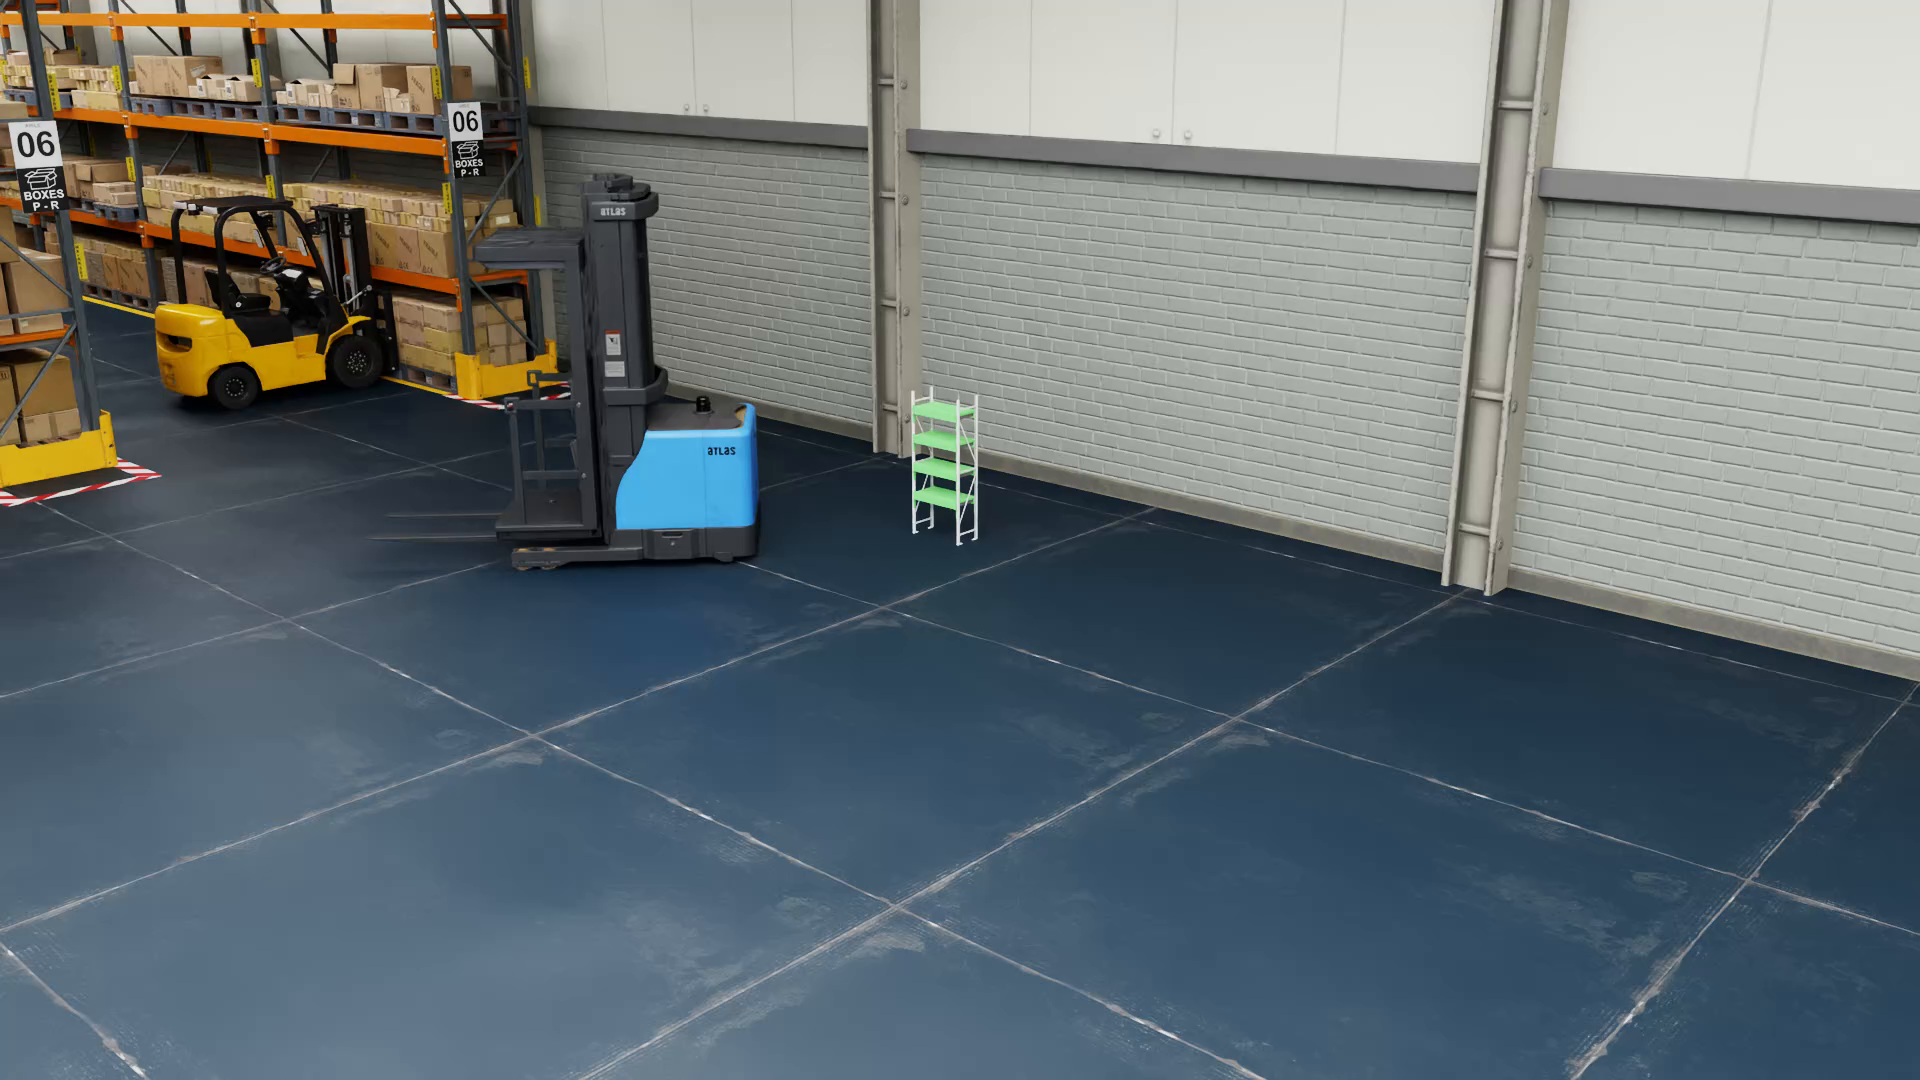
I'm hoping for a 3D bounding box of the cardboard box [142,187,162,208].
[{"bbox_3d":[-11.005,-4.777,23.127,0.500,0.250,0.500,15,23,39],"label":"cardboard box"}]

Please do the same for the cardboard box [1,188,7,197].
[{"bbox_3d":[-15.154,-5.603,26.725,0.250,0.149,0.380,16,23,41],"label":"cardboard box"}]

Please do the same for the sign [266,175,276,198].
[{"bbox_3d":[-8.519,-4.347,20.566,0.005,0.325,0.100,15,23,39],"label":"sign"}]

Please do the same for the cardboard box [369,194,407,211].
[{"bbox_3d":[-6.604,-3.910,19.245,0.250,0.149,0.380,16,23,40],"label":"cardboard box"}]

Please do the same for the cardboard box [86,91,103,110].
[{"bbox_3d":[-12.080,-6.267,23.691,0.500,0.250,0.500,15,23,39],"label":"cardboard box"}]

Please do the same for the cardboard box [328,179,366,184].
[{"bbox_3d":[-7.727,-4.460,20.977,0.250,0.149,0.380,15,23,39],"label":"cardboard box"}]

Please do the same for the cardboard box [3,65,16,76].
[{"bbox_3d":[-14.218,-7.104,25.142,0.250,0.149,0.380,16,24,41],"label":"cardboard box"}]

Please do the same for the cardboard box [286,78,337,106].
[{"bbox_3d":[-7.706,-5.370,19.903,0.500,0.311,0.500,16,23,40],"label":"cardboard box"}]

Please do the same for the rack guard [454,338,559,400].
[{"bbox_3d":[-5.157,-1.958,18.954,0.348,0.500,1.175,15,23,39],"label":"rack guard"}]

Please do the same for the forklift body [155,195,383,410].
[{"bbox_3d":[-7.804,-2.717,18.619,1.214,2.155,2.313,15,23,39],"label":"forklift body"}]

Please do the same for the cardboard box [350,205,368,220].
[{"bbox_3d":[-6.959,-3.876,19.627,0.250,0.149,0.380,14,23,38],"label":"cardboard box"}]

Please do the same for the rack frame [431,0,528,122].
[{"bbox_3d":[-5.175,-6.013,17.684,0.127,3.000,1.000,15,23,39],"label":"rack frame"}]

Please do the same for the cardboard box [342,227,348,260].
[{"bbox_3d":[-7.228,-3.654,20.003,0.500,0.500,0.500,15,23,39],"label":"cardboard box"}]

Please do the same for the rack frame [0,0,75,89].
[{"bbox_3d":[-14.150,-8.423,25.276,0.127,3.000,1.000,15,23,39],"label":"rack frame"}]

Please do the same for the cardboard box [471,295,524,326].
[{"bbox_3d":[-5.408,-2.660,19.231,0.500,0.250,0.500,15,23,38],"label":"cardboard box"}]

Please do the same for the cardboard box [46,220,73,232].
[{"bbox_3d":[-14.018,-4.905,25.981,0.250,0.149,0.380,15,23,38],"label":"cardboard box"}]

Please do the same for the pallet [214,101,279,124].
[{"bbox_3d":[-8.835,-5.470,21.246,1.217,0.209,0.805,14,22,37],"label":"pallet"}]

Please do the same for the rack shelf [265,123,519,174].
[{"bbox_3d":[-6.670,-4.642,19.512,4.000,0.370,1.077,15,23,39],"label":"rack shelf"}]

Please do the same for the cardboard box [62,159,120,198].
[{"bbox_3d":[-12.962,-5.402,24.815,0.500,0.500,0.700,15,23,39],"label":"cardboard box"}]

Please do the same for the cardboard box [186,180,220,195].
[{"bbox_3d":[-10.143,-4.730,22.319,0.250,0.149,0.380,16,23,40],"label":"cardboard box"}]

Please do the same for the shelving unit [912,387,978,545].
[{"bbox_3d":[-0.124,-0.605,13.535,0.503,1.200,0.258,15,23,39],"label":"shelving unit"}]

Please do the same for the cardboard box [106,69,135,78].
[{"bbox_3d":[-11.738,-6.529,23.365,0.250,0.149,0.380,14,22,37],"label":"cardboard box"}]

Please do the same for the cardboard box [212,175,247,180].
[{"bbox_3d":[-10.127,-4.971,23.079,0.250,0.149,0.380,14,23,38],"label":"cardboard box"}]

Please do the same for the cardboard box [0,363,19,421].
[{"bbox_3d":[-9.239,-1.379,15.610,0.500,0.500,0.500,15,23,40],"label":"cardboard box"}]

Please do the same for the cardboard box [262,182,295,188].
[{"bbox_3d":[-9.013,-4.652,22.072,0.250,0.149,0.380,15,23,39],"label":"cardboard box"}]

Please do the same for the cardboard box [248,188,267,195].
[{"bbox_3d":[-8.922,-4.441,21.409,0.250,0.149,0.380,15,23,39],"label":"cardboard box"}]

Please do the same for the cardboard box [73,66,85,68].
[{"bbox_3d":[-12.915,-6.958,24.683,0.250,0.149,0.380,15,23,40],"label":"cardboard box"}]

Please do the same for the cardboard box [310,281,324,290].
[{"bbox_3d":[-7.637,-3.050,20.463,0.500,0.250,0.500,15,23,39],"label":"cardboard box"}]

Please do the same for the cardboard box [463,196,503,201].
[{"bbox_3d":[-5.441,-3.836,19.011,0.250,0.149,0.380,16,24,41],"label":"cardboard box"}]

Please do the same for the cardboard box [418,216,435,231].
[{"bbox_3d":[-5.831,-3.562,18.638,0.250,0.149,0.380,16,23,40],"label":"cardboard box"}]

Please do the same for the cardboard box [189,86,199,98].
[{"bbox_3d":[-9.767,-5.822,21.595,0.250,0.149,0.380,15,23,39],"label":"cardboard box"}]

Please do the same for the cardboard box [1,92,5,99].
[{"bbox_3d":[-14.615,-6.879,25.784,0.250,0.149,0.380,15,23,39],"label":"cardboard box"}]

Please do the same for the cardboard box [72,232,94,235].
[{"bbox_3d":[-13.600,-4.662,25.709,0.250,0.149,0.380,14,22,36],"label":"cardboard box"}]

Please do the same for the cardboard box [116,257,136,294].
[{"bbox_3d":[-11.984,-3.908,24.406,0.500,0.500,0.500,15,23,38],"label":"cardboard box"}]

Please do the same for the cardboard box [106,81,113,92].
[{"bbox_3d":[-11.764,-6.382,23.392,0.250,0.149,0.380,14,23,38],"label":"cardboard box"}]

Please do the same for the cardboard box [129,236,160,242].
[{"bbox_3d":[-12.344,-4.501,25.201,0.250,0.149,0.380,15,23,40],"label":"cardboard box"}]

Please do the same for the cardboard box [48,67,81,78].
[{"bbox_3d":[-13.027,-6.808,24.210,0.250,0.149,0.380,15,23,40],"label":"cardboard box"}]

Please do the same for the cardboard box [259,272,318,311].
[{"bbox_3d":[-8.564,-3.128,21.740,0.625,0.625,0.875,16,24,42],"label":"cardboard box"}]

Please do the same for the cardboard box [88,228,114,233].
[{"bbox_3d":[-13.483,-4.821,26.210,0.250,0.149,0.380,15,23,39],"label":"cardboard box"}]

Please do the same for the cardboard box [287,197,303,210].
[{"bbox_3d":[-8.103,-4.191,20.619,0.250,0.149,0.380,15,23,38],"label":"cardboard box"}]

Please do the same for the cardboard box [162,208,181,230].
[{"bbox_3d":[-10.616,-4.442,22.899,0.500,0.250,0.500,14,23,38],"label":"cardboard box"}]

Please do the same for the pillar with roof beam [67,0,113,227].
[{"bbox_3d":[-16.930,-7.793,23.290,0.400,9.000,9.100,15,23,39],"label":"pillar with roof beam"}]

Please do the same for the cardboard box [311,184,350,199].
[{"bbox_3d":[-7.673,-4.243,20.295,0.250,0.149,0.380,14,23,38],"label":"cardboard box"}]

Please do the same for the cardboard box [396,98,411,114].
[{"bbox_3d":[-5.996,-4.810,18.405,0.250,0.149,0.380,14,22,38],"label":"cardboard box"}]

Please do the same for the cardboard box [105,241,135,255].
[{"bbox_3d":[-12.442,-4.344,24.706,0.250,0.149,0.380,15,23,38],"label":"cardboard box"}]

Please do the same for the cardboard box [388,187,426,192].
[{"bbox_3d":[-6.622,-4.138,19.961,0.250,0.149,0.380,16,24,41],"label":"cardboard box"}]

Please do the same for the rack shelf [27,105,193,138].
[{"bbox_3d":[-12.654,-6.249,24.573,4.000,0.370,1.077,15,23,39],"label":"rack shelf"}]

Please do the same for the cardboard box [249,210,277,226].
[{"bbox_3d":[-8.703,-4.165,21.197,0.500,0.250,0.500,14,23,38],"label":"cardboard box"}]

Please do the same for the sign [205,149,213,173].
[{"bbox_3d":[-10.792,-5.438,23.875,0.005,0.325,0.100,15,23,39],"label":"sign"}]

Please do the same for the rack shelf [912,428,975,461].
[{"bbox_3d":[-0.124,-0.773,13.482,0.480,0.148,0.258,15,23,39],"label":"rack shelf"}]

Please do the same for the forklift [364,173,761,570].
[{"bbox_3d":[-3.139,-1.328,12.950,3.031,2.935,1.130,-1,18,-4],"label":"forklift"}]

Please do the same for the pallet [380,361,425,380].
[{"bbox_3d":[-6.683,-2.214,20.239,1.213,0.211,1.003,15,23,39],"label":"pallet"}]
